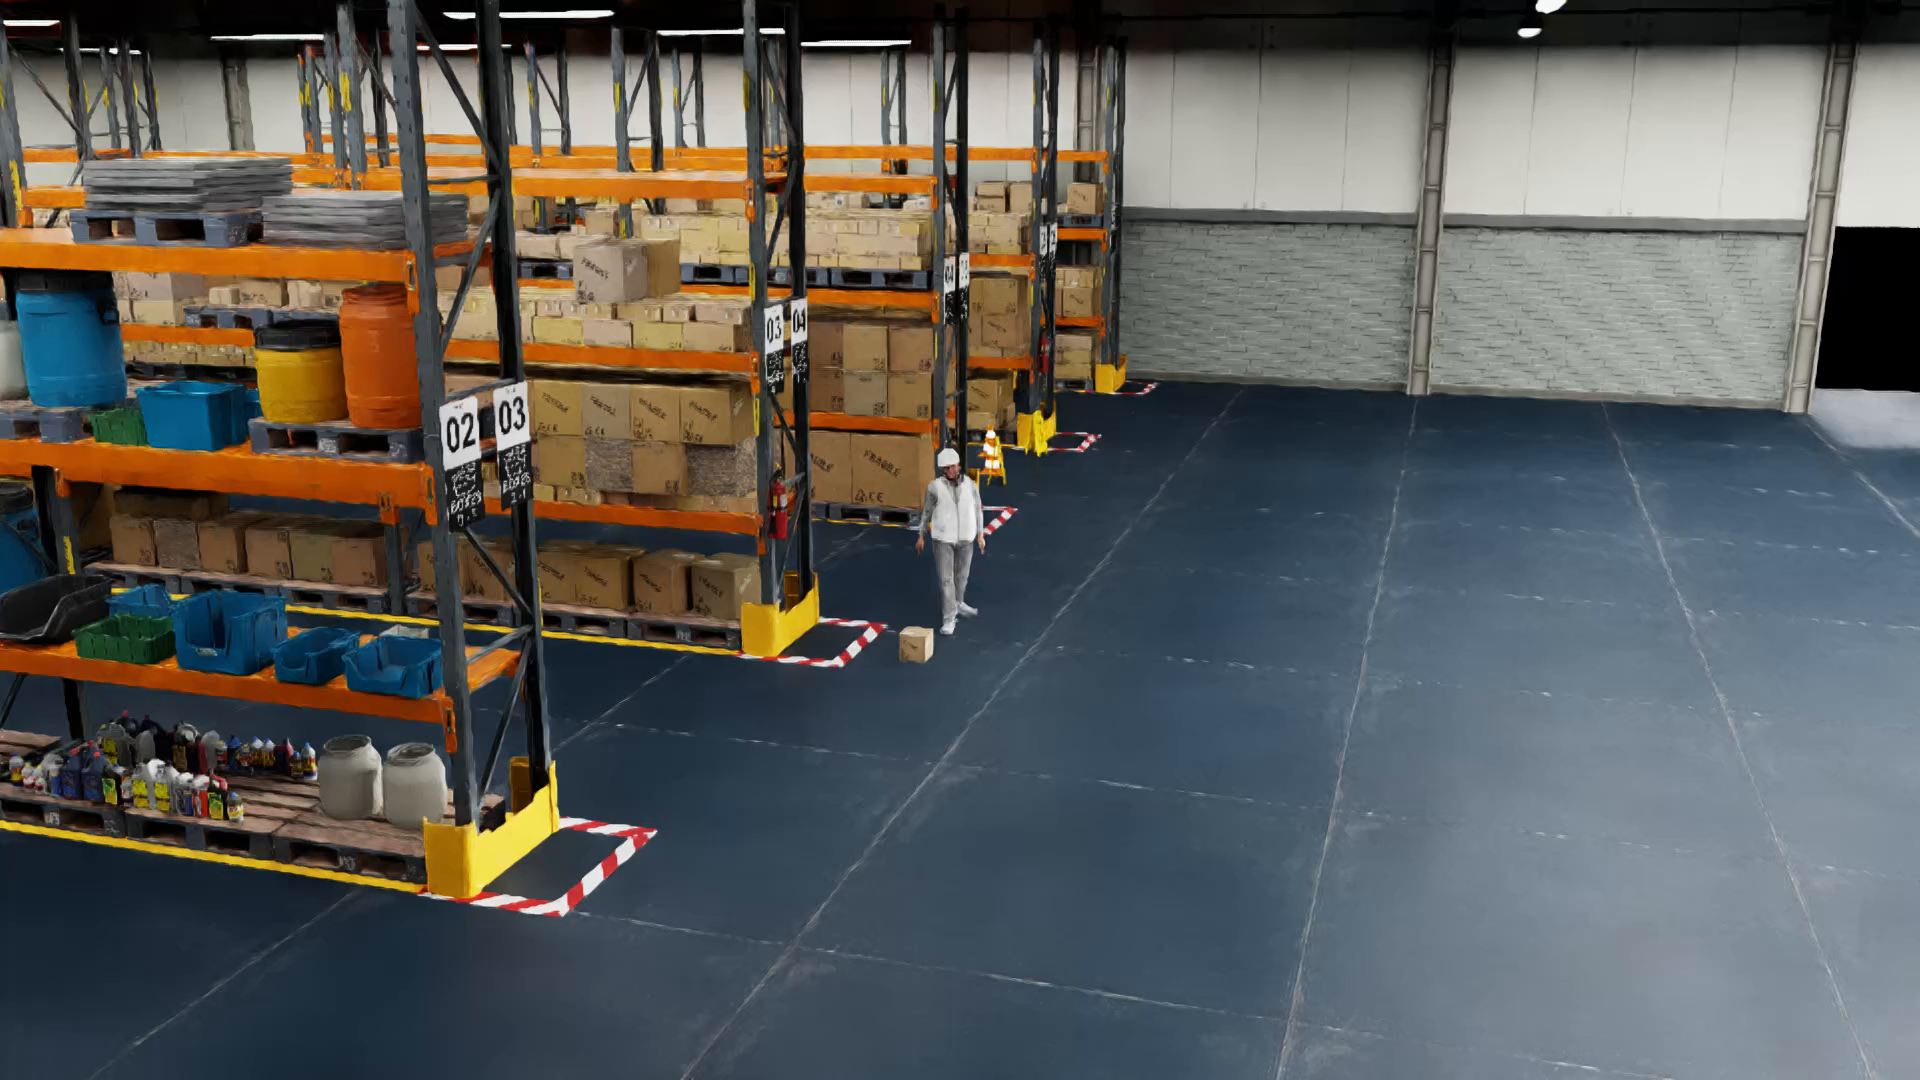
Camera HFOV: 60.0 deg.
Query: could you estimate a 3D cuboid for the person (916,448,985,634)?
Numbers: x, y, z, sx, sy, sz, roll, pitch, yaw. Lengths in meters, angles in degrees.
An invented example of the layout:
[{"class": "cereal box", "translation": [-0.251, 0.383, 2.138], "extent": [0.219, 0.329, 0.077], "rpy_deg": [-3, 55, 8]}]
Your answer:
[{"class": "person", "translation": [-0.077, -0.028, 16.069], "extent": [0.650, 1.768, 0.629], "rpy_deg": [-5, 16, -19]}]
